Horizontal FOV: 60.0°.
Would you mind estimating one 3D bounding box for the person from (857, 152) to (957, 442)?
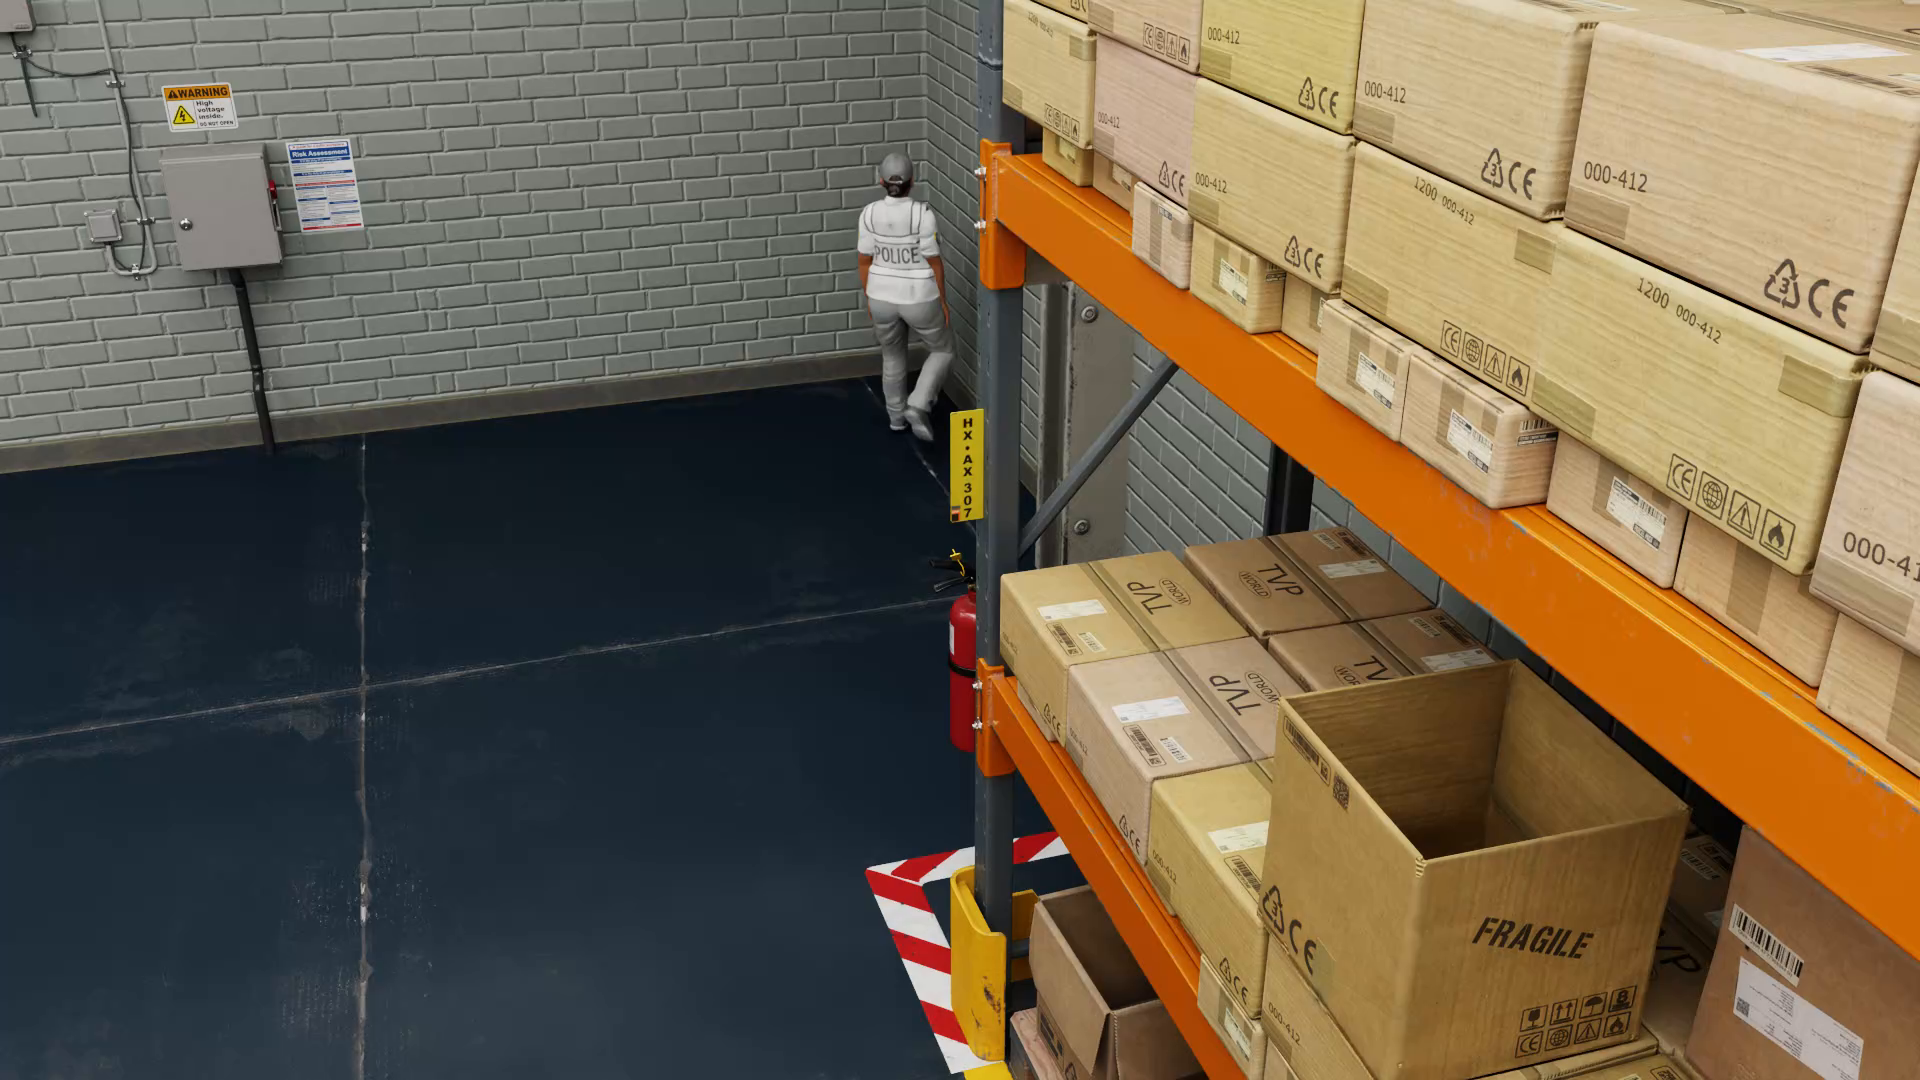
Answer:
[{"bbox_3d":[-0.293,-1.341,9.266,0.512,1.651,0.636,9,28,17],"label":"person"}]
